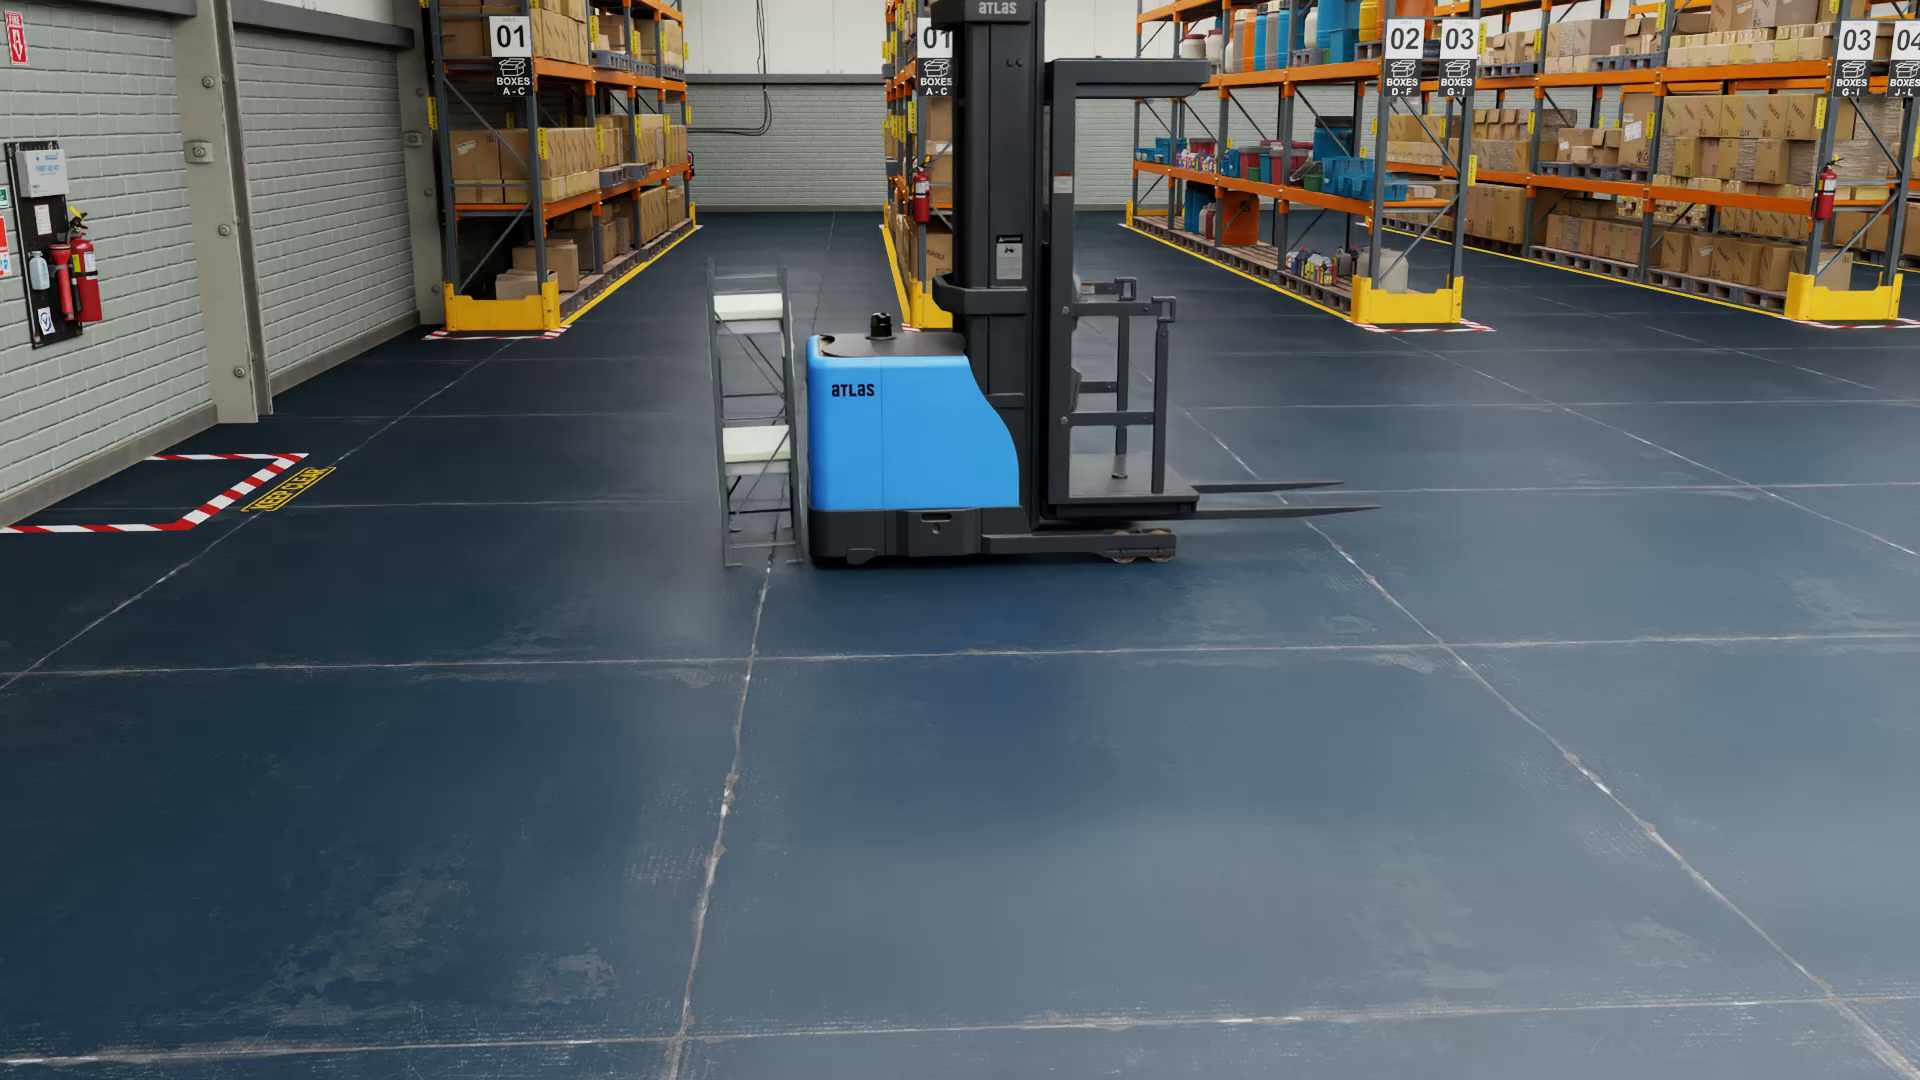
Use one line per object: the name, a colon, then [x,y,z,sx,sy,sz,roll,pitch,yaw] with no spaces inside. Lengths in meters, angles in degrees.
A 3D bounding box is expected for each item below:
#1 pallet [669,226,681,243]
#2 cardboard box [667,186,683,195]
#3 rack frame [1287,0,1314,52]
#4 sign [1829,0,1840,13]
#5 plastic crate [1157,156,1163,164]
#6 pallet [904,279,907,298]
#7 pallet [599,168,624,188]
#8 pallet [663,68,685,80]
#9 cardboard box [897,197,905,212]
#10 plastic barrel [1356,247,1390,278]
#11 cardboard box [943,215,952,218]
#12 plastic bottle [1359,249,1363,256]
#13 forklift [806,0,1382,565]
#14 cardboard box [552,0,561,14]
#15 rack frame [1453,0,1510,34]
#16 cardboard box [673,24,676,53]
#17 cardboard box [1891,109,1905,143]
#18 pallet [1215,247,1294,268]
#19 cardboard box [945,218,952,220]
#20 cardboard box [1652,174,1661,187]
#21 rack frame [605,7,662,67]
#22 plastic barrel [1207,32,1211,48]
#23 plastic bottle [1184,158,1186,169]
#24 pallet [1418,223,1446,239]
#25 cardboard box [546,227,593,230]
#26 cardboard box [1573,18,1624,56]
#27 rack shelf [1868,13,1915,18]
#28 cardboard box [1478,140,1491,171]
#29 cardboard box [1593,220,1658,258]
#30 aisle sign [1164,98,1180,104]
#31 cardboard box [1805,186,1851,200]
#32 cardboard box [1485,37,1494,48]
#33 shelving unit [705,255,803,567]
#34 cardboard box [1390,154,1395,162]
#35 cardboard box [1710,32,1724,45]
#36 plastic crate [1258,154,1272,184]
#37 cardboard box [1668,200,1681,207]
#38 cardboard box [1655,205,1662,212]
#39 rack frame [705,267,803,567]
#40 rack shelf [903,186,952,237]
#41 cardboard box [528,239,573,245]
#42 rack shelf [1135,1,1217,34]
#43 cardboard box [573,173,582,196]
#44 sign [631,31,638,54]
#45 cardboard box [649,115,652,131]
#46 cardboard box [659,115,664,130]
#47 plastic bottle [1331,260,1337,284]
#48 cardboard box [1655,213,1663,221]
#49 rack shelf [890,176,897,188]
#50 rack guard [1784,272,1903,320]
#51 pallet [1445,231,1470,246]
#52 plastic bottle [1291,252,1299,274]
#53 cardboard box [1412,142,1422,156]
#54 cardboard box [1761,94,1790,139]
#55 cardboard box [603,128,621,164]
pallet: [-5.611,-5.533,30.106,1.003,0.211,1.213,-1,14,-3]
cardboard box: [-5.540,-6.729,32.033,0.380,0.149,0.250,0,14,-2]
rack frame: [4.741,-7.762,21.133,1.000,3.000,0.127,-1,14,-3]
sign: [9.378,-5.816,17.813,0.100,0.325,0.005,-1,14,-3]
plastic crate: [3.908,-7.016,30.706,0.437,0.125,0.590,-1,14,-3]
pallet: [-0.195,-3.232,21.163,1.003,0.211,1.213,-1,14,-3]
pallet: [-5.049,-4.803,22.057,1.003,0.211,1.213,-1,14,-3]
pallet: [-5.834,-8.913,31.806,1.003,0.211,1.213,-1,14,-3]
cardboard box: [-0.750,-5.384,26.561,0.500,0.250,0.500,0,14,-1]
plastic barrel: [4.841,-3.147,19.388,0.421,0.512,0.421,0,14,0]
cardboard box: [-0.133,-4.663,24.680,0.500,0.311,0.500,-1,14,-4]
plastic bottle: [5.101,-3.503,21.053,0.144,0.351,0.185,-1,14,-4]
forklift: [0.701,-1.427,8.692,3.031,2.935,1.130,-1,14,-5]
cardboard box: [-4.704,-6.056,18.276,0.500,0.500,0.500,0,14,-2]
rack frame: [9.189,-9.828,29.163,1.000,3.000,0.127,-1,14,-3]
cardboard box: [-5.512,-9.251,30.693,0.500,0.500,0.500,-2,15,-6]
cardboard box: [14.444,-6.274,25.184,0.700,0.500,0.500,-1,14,-4]
pallet: [4.503,-4.307,25.343,1.003,0.211,1.213,-1,14,-3]
cardboard box: [0.064,-3.779,20.865,0.500,0.500,0.500,-1,14,-3]
cardboard box: [9.398,-4.753,21.983,0.380,0.149,0.250,-1,14,-3]
rack frame: [-5.642,-9.598,28.271,1.000,3.000,0.127,-1,14,-3]
plastic barrel: [4.505,-8.369,28.294,0.600,0.588,0.600,0,14,0]
plastic bottle: [3.903,-6.484,28.606,0.097,0.201,0.097,0,14,0]
pallet: [9.220,-5.762,30.998,1.003,0.211,1.213,-1,14,-3]
cardboard box: [-5.291,-4.016,22.750,0.700,0.500,0.500,-1,14,-5]
cardboard box: [9.275,-7.299,24.150,0.500,0.500,0.500,-1,14,-5]
rack shelf: [18.956,-9.936,31.830,1.077,0.370,4.000,-1,14,-3]
cardboard box: [9.068,-6.474,27.970,0.500,0.500,0.500,-1,14,-2]
cardboard box: [9.623,-4.346,24.032,0.700,0.500,0.500,-2,15,-8]
aisle sign: [4.286,-9.122,33.243,0.394,0.787,0.004,-1,14,-3]
cardboard box: [9.709,-3.884,18.606,0.380,0.149,0.250,-1,14,-3]
cardboard box: [9.235,-8.483,28.912,0.700,0.500,0.500,-1,14,-2]
shelving unit: [-1.074,-0.694,8.687,0.431,1.500,0.755,-4,15,-7]
cardboard box: [8.685,-7.510,32.698,0.380,0.149,0.250,-1,14,-4]
cardboard box: [9.465,-6.159,20.426,0.380,0.149,0.250,-1,14,-4]
plastic crate: [4.363,-5.118,22.930,0.392,0.384,0.575,-1,14,-3]
cardboard box: [13.739,-6.425,31.664,0.380,0.149,0.250,-2,15,-6]
cardboard box: [13.815,-6.476,32.456,0.380,0.149,0.250,0,14,-1]
rack frame: [-1.026,-0.604,8.336,0.400,1.500,0.023,-4,15,-7]
rack shelf: [-0.079,-3.935,19.743,1.077,0.370,4.000,-1,14,-3]
cardboard box: [-5.042,-3.448,20.542,0.500,0.500,0.500,-2,15,-8]
rack shelf: [4.122,-9.706,30.938,1.077,0.370,4.000,-1,14,-3]
cardboard box: [-4.713,-4.153,19.409,0.500,0.250,0.500,-1,14,-3]
sign: [-4.853,-7.409,24.745,0.100,0.325,0.005,-1,14,-3]
cardboard box: [-5.272,-6.765,26.957,0.500,0.250,0.500,-1,14,-5]
cardboard box: [-5.358,-7.146,28.437,0.500,0.250,0.500,-1,14,-2]
plastic bottle: [4.556,-3.274,20.299,0.061,0.283,0.133,-1,14,-3]
cardboard box: [13.720,-6.271,32.260,0.380,0.149,0.250,-1,14,-3]
rack shelf: [-0.574,-5.924,27.476,1.077,0.370,4.000,-1,14,-3]
rack guard: [9.928,-2.746,18.696,1.175,0.500,0.348,-1,14,-3]
pallet: [9.312,-5.381,29.517,1.003,0.211,1.213,-1,14,-3]
plastic bottle: [4.371,-3.584,21.520,0.152,0.276,0.135,0,14,-1]
cardboard box: [8.834,-7.355,31.296,0.500,0.250,0.500,-1,14,-2]
cardboard box: [9.615,-4.872,19.137,0.500,0.500,0.500,-1,14,-3]
cardboard box: [-5.294,-5.704,24.093,0.700,0.500,0.500,-2,15,-9]
